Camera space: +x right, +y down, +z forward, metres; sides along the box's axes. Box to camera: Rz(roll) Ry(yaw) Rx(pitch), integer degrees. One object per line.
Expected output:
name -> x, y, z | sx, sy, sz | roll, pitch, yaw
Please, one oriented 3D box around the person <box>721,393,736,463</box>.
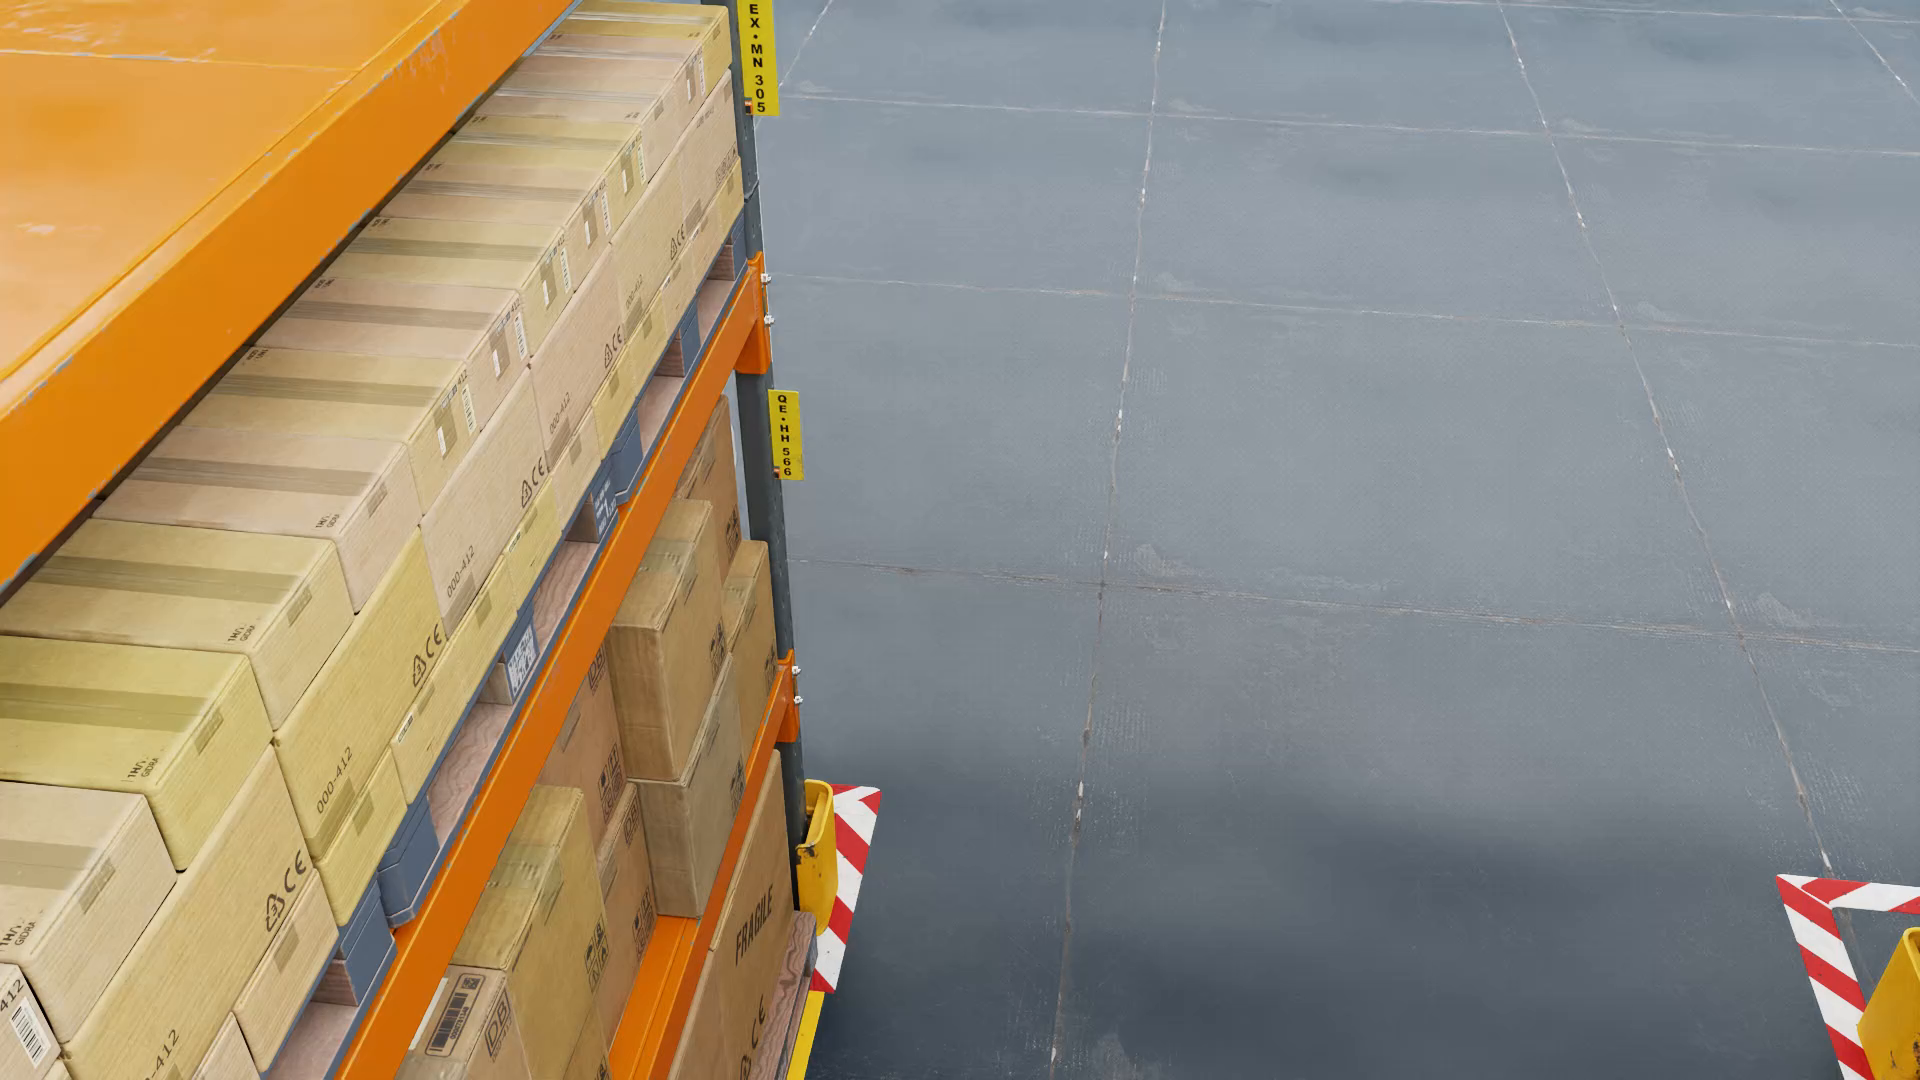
person -> -1.194, -0.296, 7.437 | 0.375, 1.664, 0.540 | 3, 36, 5
